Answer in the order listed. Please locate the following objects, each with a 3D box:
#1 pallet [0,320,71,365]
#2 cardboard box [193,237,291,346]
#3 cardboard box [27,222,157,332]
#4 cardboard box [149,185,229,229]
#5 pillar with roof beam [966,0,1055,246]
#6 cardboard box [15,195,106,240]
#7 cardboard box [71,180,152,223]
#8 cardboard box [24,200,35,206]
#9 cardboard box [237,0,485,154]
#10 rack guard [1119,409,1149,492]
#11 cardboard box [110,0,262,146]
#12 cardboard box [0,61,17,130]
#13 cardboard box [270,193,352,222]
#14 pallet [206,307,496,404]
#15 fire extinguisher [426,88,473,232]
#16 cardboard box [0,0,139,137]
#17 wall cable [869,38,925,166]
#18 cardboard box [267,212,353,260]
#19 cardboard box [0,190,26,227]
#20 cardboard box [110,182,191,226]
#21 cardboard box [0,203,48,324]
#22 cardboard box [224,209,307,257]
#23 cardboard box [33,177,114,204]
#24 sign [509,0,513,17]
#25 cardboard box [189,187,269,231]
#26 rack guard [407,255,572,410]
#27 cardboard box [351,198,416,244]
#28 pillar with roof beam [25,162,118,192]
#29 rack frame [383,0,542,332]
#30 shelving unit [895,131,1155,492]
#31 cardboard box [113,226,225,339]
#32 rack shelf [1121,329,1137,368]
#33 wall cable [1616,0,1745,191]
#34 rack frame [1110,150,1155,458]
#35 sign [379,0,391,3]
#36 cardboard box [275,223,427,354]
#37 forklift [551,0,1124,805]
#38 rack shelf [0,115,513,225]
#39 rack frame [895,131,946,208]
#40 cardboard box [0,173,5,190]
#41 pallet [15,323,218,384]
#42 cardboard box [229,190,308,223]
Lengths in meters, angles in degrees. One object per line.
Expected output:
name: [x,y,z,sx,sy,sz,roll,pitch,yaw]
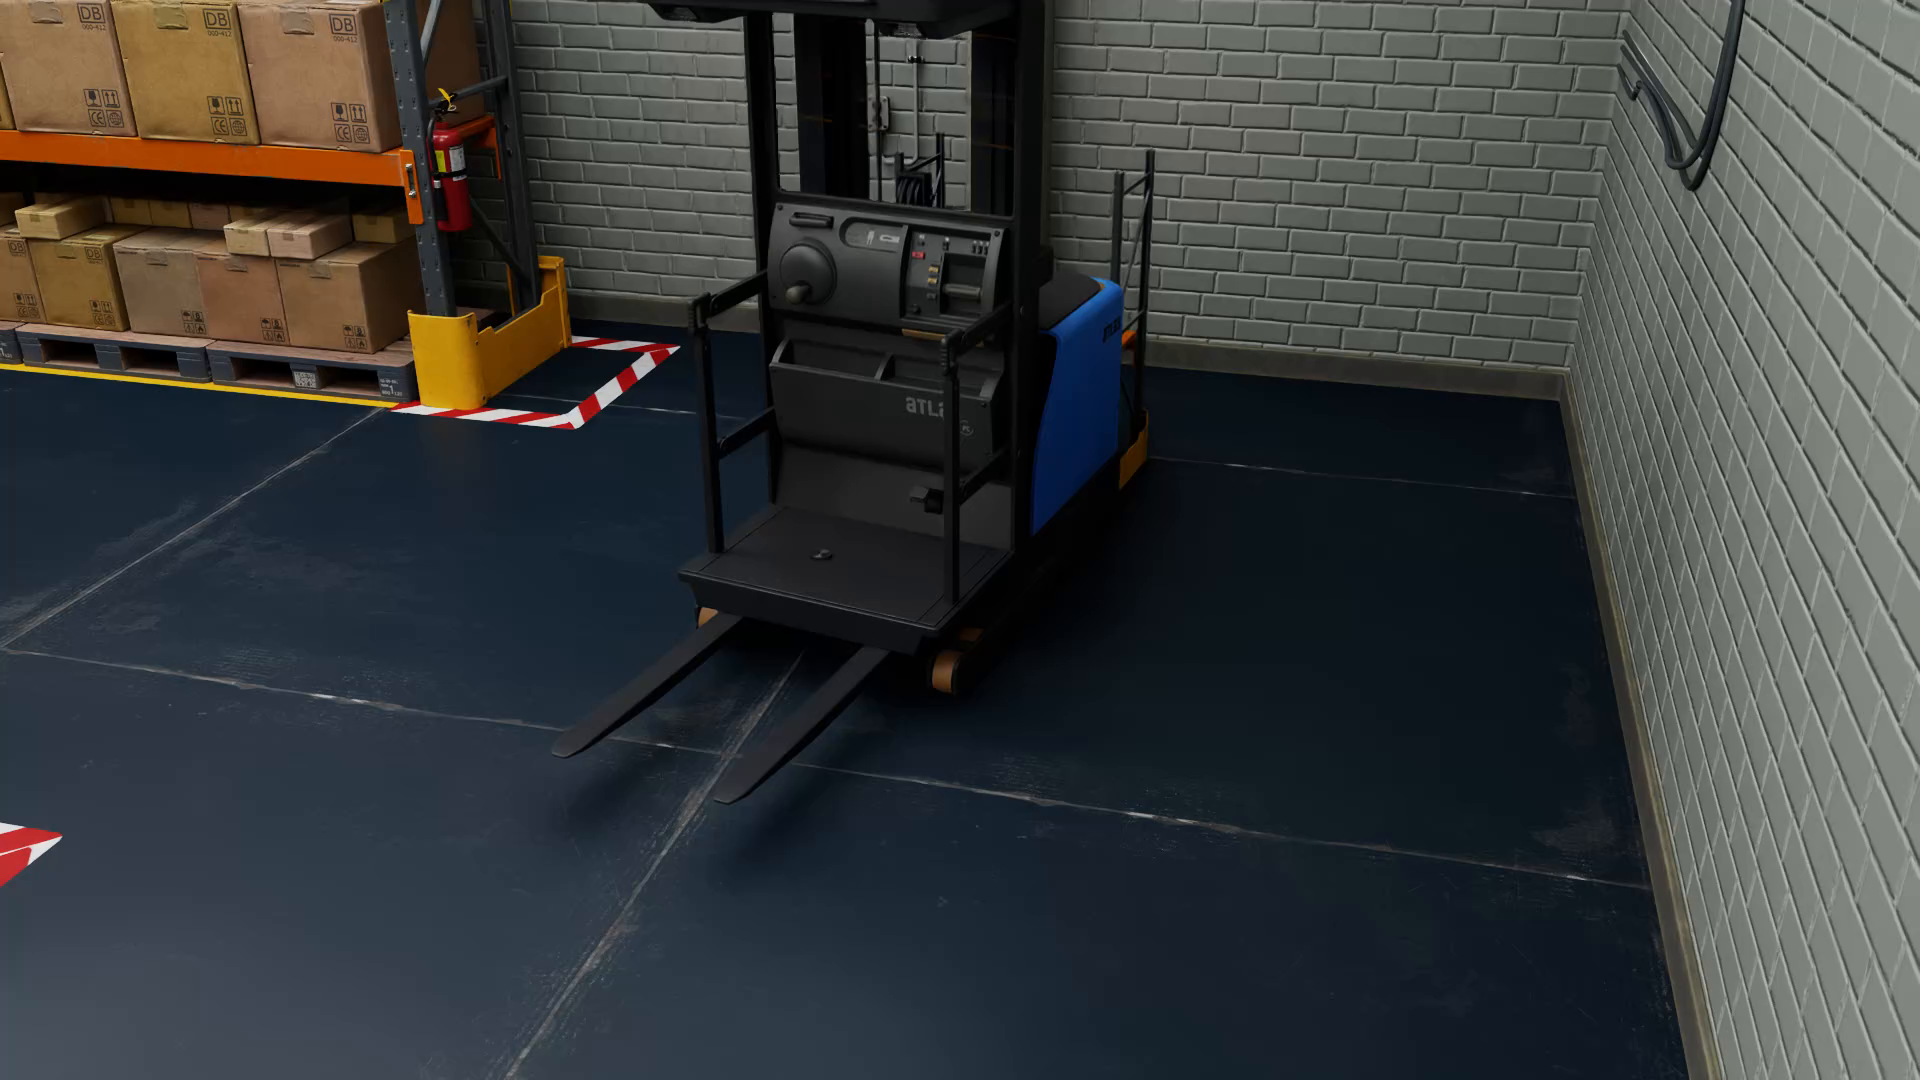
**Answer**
pallet: [-5.726,-1.343,9.825,1.213,0.211,1.003,6,26,13]
cardboard box: [-3.756,-1.436,9.195,0.500,0.500,0.700,6,26,13]
cardboard box: [-4.762,-1.543,9.421,0.500,0.500,0.700,7,26,14]
cardboard box: [-4.329,-1.880,9.374,0.250,0.149,0.380,7,26,14]
pillar with roof beam: [-0.811,-3.275,3.661,0.400,9.000,9.100,6,26,13]
cardboard box: [-4.952,-1.779,9.161,0.250,0.149,0.380,6,26,12]
cardboard box: [-4.824,-1.934,9.488,0.250,0.149,0.380,7,26,14]
cardboard box: [-5.744,-1.654,9.655,0.500,0.500,0.700,7,26,14]
cardboard box: [-3.065,-2.474,8.607,0.700,0.700,0.980,8,26,15]
rack guard: [0.759,-0.400,7.800,0.087,0.250,0.587,10,27,20]
cardboard box: [-3.773,-2.547,8.761,0.700,0.700,0.980,6,26,13]
cardboard box: [-5.216,-2.706,9.096,0.700,0.700,0.980,6,26,12]
cardboard box: [-3.592,-1.799,9.203,0.250,0.149,0.380,6,26,13]
pallet: [-3.363,-1.082,9.277,1.213,0.211,1.003,6,26,13]
fire extinguisher: [-2.538,-1.876,8.225,0.183,0.674,0.296,6,26,13]
cardboard box: [-4.509,-2.632,8.941,0.700,0.700,0.980,5,26,10]
wall cable: [-1.093,-3.003,8.887,1.851,1.984,0.084,6,26,13]
cardboard box: [-3.441,-1.613,8.813,0.250,0.149,0.380,6,26,12]
cardboard box: [-5.458,-1.835,9.279,0.250,0.149,0.380,7,26,15]
cardboard box: [-4.574,-1.907,9.431,0.250,0.149,0.380,6,26,12]
cardboard box: [-5.258,-1.599,9.539,0.500,0.500,0.700,6,26,12]
cardboard box: [-3.689,-1.640,8.870,0.250,0.149,0.380,7,26,14]
cardboard box: [-5.069,-1.962,9.546,0.250,0.149,0.380,5,26,11]
sign: [-2.425,-2.945,8.847,0.005,0.325,0.100,6,26,13]
cardboard box: [-4.080,-1.853,9.317,0.250,0.149,0.380,7,26,14]
rack guard: [-2.546,-1.157,9.098,0.348,0.500,1.175,6,26,13]
cardboard box: [-3.101,-1.745,9.090,0.250,0.149,0.380,6,26,13]
pillar with roof beam: [-6.622,-3.918,5.010,0.400,9.000,9.100,6,26,13]
rack frame: [-2.569,-2.288,8.566,0.127,3.000,1.000,6,26,13]
shelving unit: [0.300,-1.047,7.705,1.083,1.500,0.587,10,27,20]
cardboard box: [-4.244,-1.489,9.308,0.500,0.500,0.700,5,26,11]
rack shelf: [0.292,-0.886,7.786,1.000,0.185,0.538,10,27,20]
wall cable: [2.820,-2.840,6.359,0.112,2.526,3.097,6,26,13]
rack frame: [0.761,-0.964,7.531,0.032,1.500,0.500,10,27,20]
sign: [-2.717,-2.693,7.795,0.005,0.325,0.100,6,26,13]
cardboard box: [-3.272,-1.382,9.083,0.500,0.500,0.700,6,26,13]
forklift: [-0.367,-0.971,5.881,1.130,2.935,3.031,11,28,22]
rack shelf: [-4.506,-2.177,9.170,4.000,0.370,1.077,6,26,13]
rack frame: [-0.177,-1.133,7.885,0.032,1.500,0.500,10,27,20]
cardboard box: [-5.835,-2.045,9.721,0.250,0.149,0.380,6,26,13]
pallet: [-4.541,-1.213,9.553,1.213,0.211,1.003,6,26,13]
cardboard box: [-3.834,-1.826,9.260,0.250,0.149,0.380,7,26,13]
